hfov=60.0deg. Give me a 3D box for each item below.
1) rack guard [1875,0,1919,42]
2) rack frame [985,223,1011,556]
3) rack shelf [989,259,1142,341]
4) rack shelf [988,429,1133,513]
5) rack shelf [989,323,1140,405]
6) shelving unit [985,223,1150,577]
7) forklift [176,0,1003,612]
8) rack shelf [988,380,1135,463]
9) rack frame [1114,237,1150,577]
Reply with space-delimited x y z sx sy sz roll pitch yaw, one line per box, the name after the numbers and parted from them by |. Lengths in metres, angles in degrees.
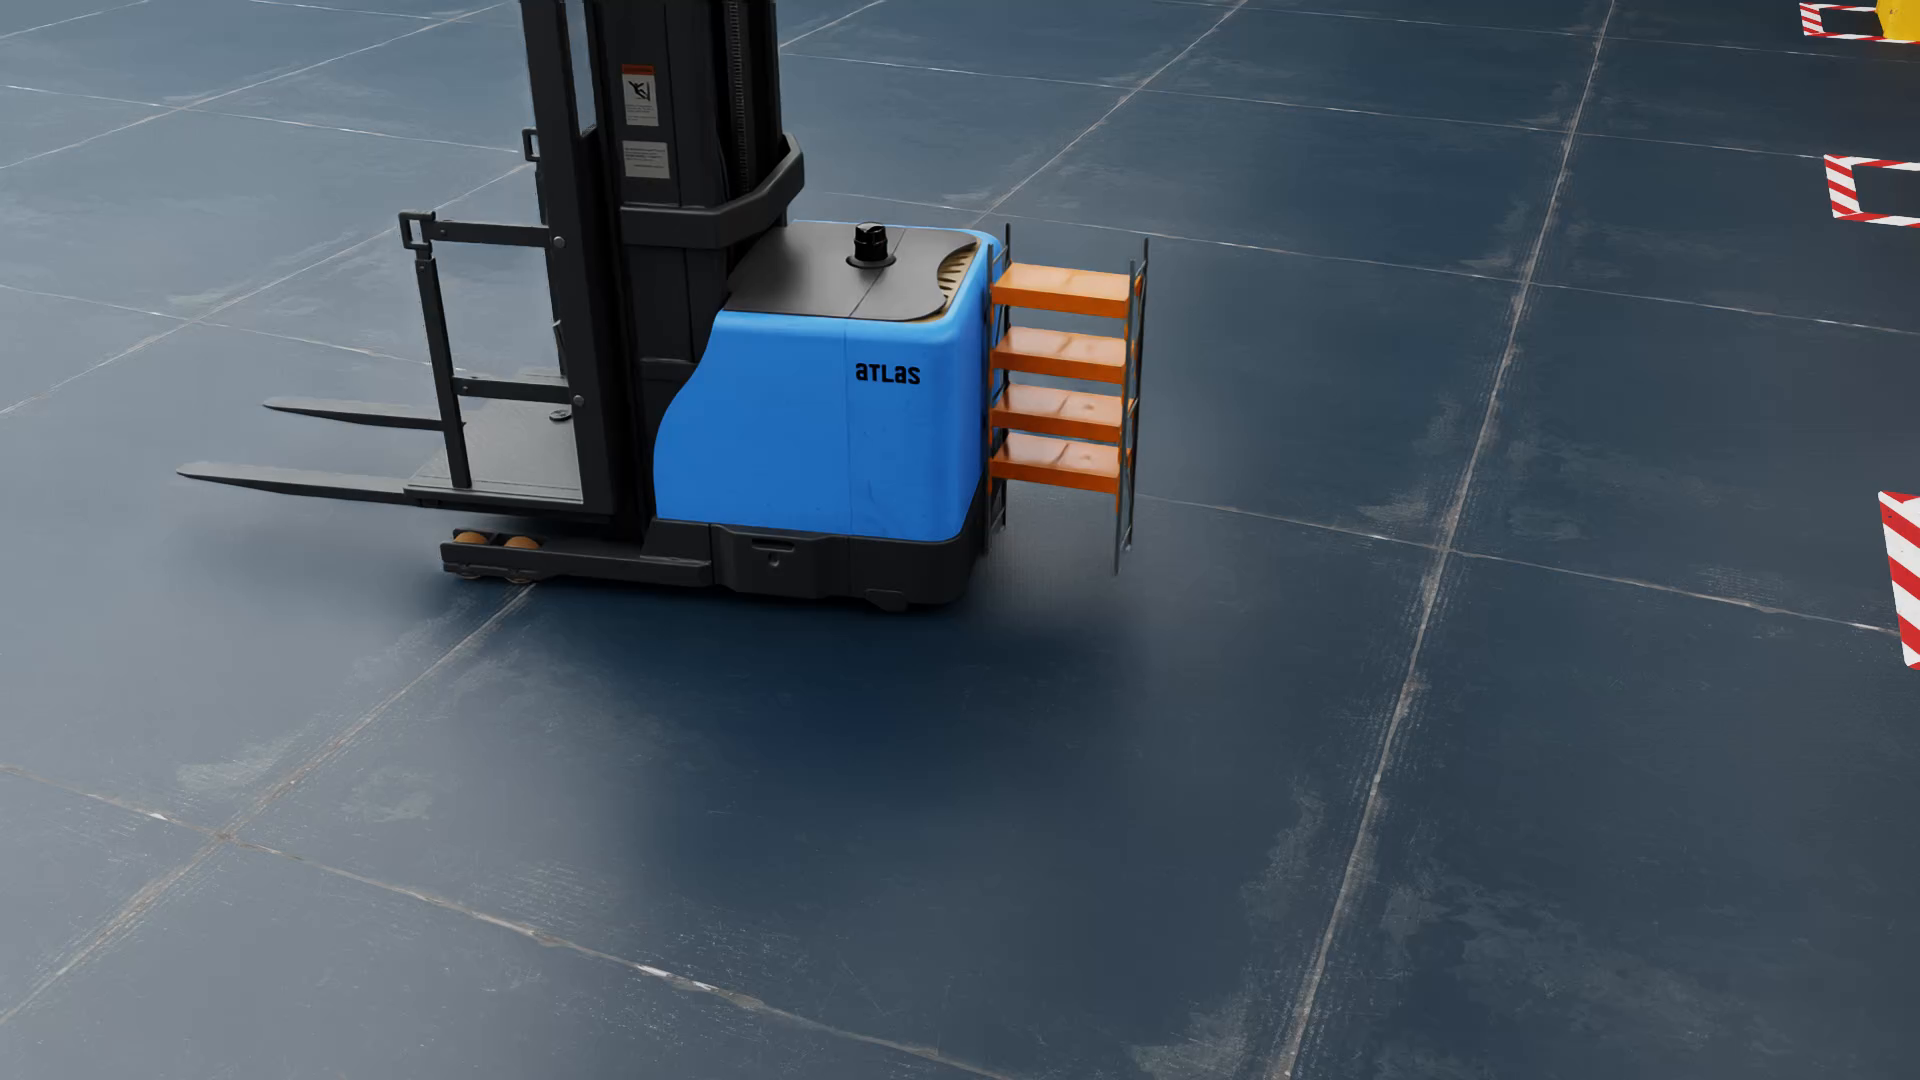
7.821 -4.487 13.680 0.348 0.500 1.175 11 31 19 | rack guard
0.134 -0.519 5.948 0.015 1.200 0.240 9 31 15 | rack frame
0.367 -0.825 5.691 0.480 0.148 0.258 9 31 15 | rack shelf
0.367 -0.251 6.015 0.480 0.148 0.258 9 31 15 | rack shelf
0.367 -0.619 5.808 0.480 0.148 0.258 9 31 15 | rack shelf
0.367 -0.483 5.885 0.503 1.200 0.258 9 31 15 | shelving unit
-1.402 -1.368 5.691 3.031 2.935 1.130 5 30 9 | forklift
0.367 -0.424 5.918 0.480 0.148 0.258 9 31 15 | rack shelf
0.599 -0.447 5.821 0.015 1.200 0.240 9 31 15 | rack frame
